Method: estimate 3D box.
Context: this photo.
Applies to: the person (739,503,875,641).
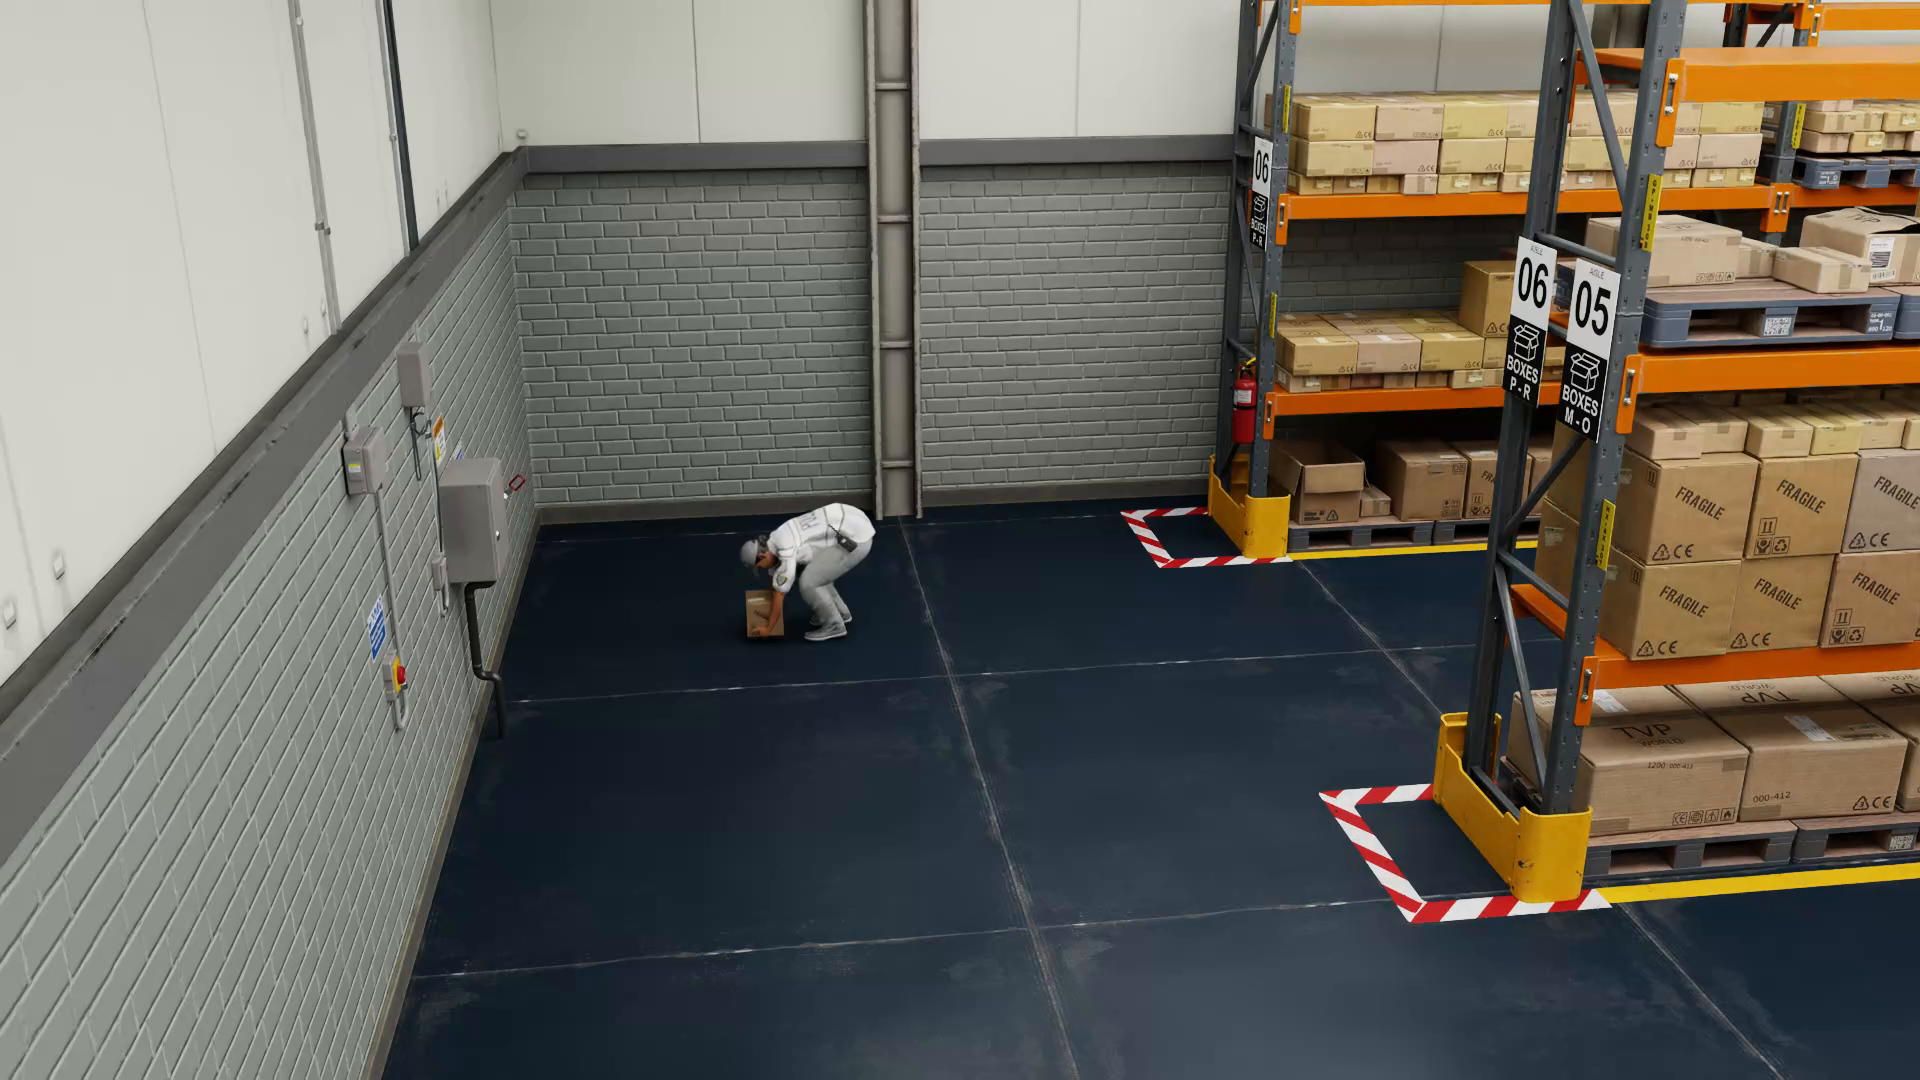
[{"bbox_3d":[-1.056,0.223,11.557,0.935,0.914,0.504,-4,20,-10],"label":"person"}]
